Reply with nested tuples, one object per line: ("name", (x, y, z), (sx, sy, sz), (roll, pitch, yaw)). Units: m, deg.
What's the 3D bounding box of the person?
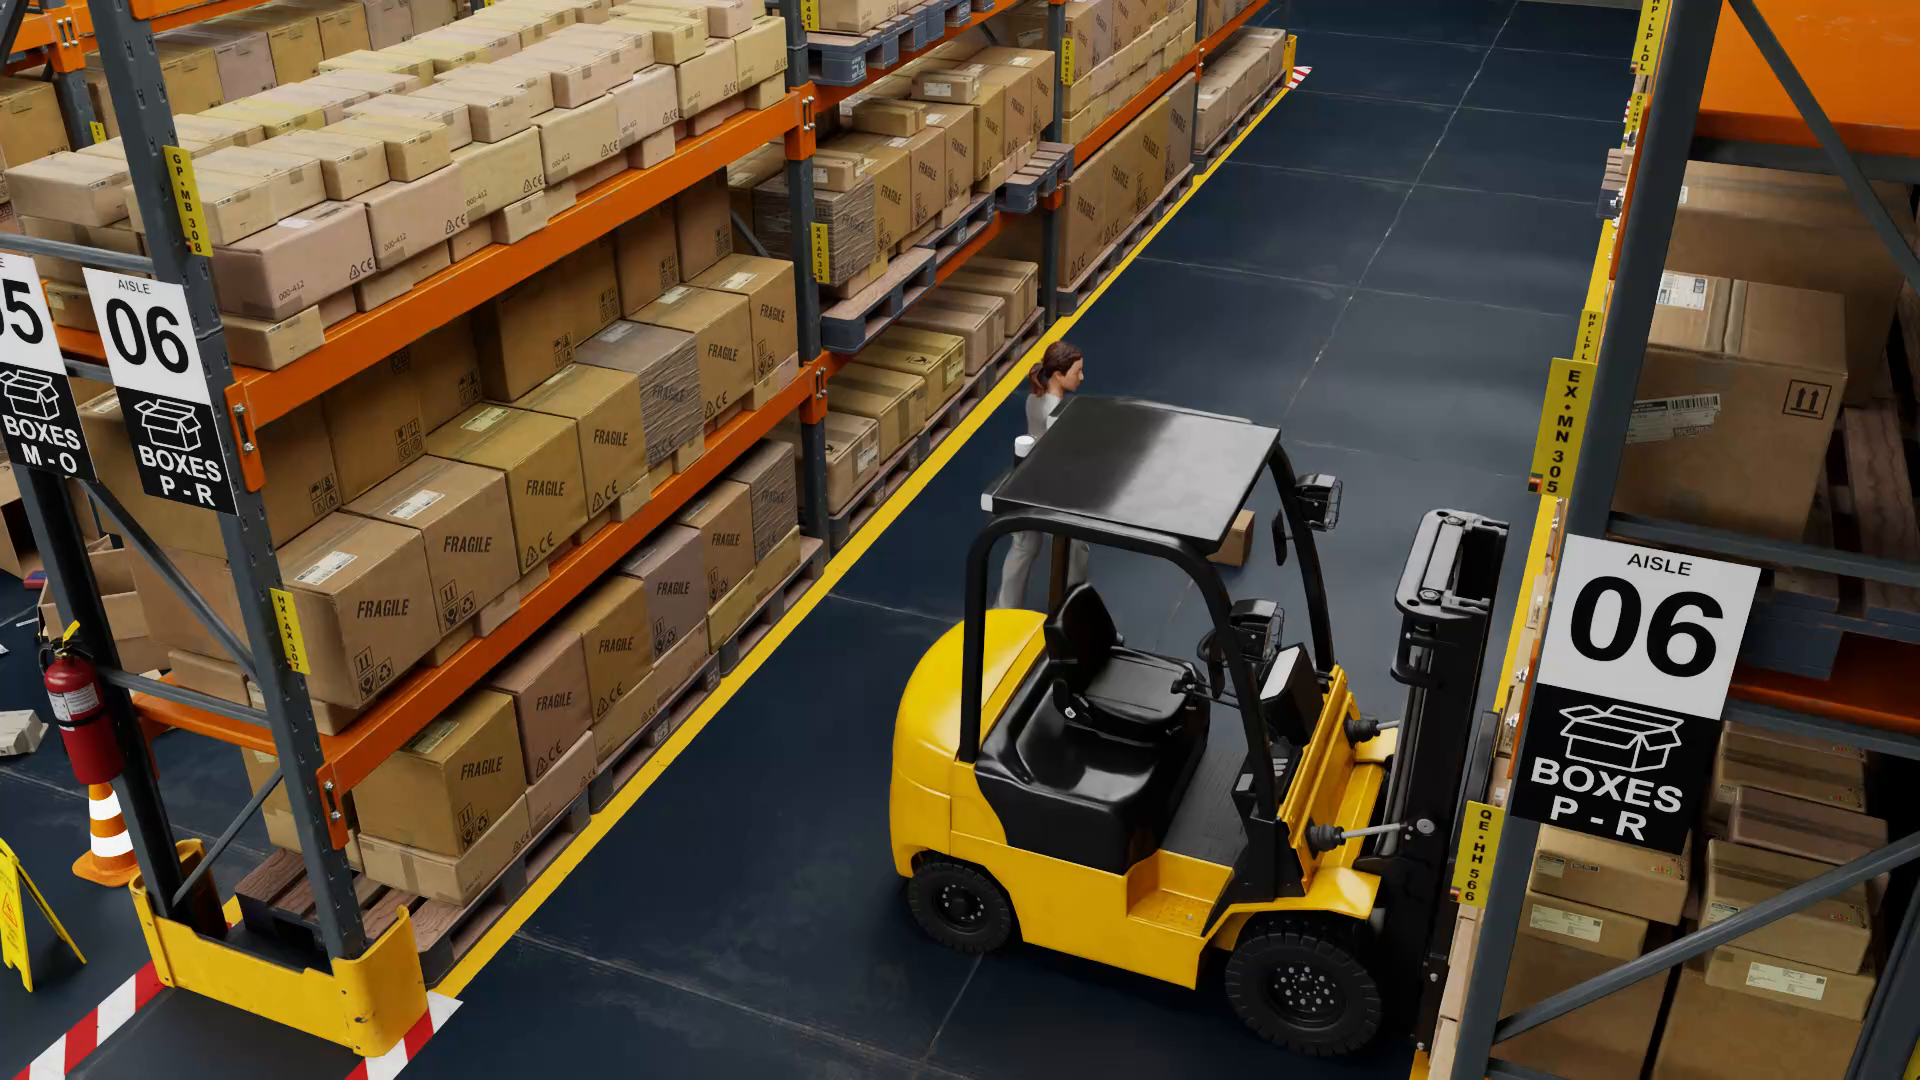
("person", (0.452, -0.233, 8.827), (0.637, 1.714, 0.462), (-15, 33, -24))
